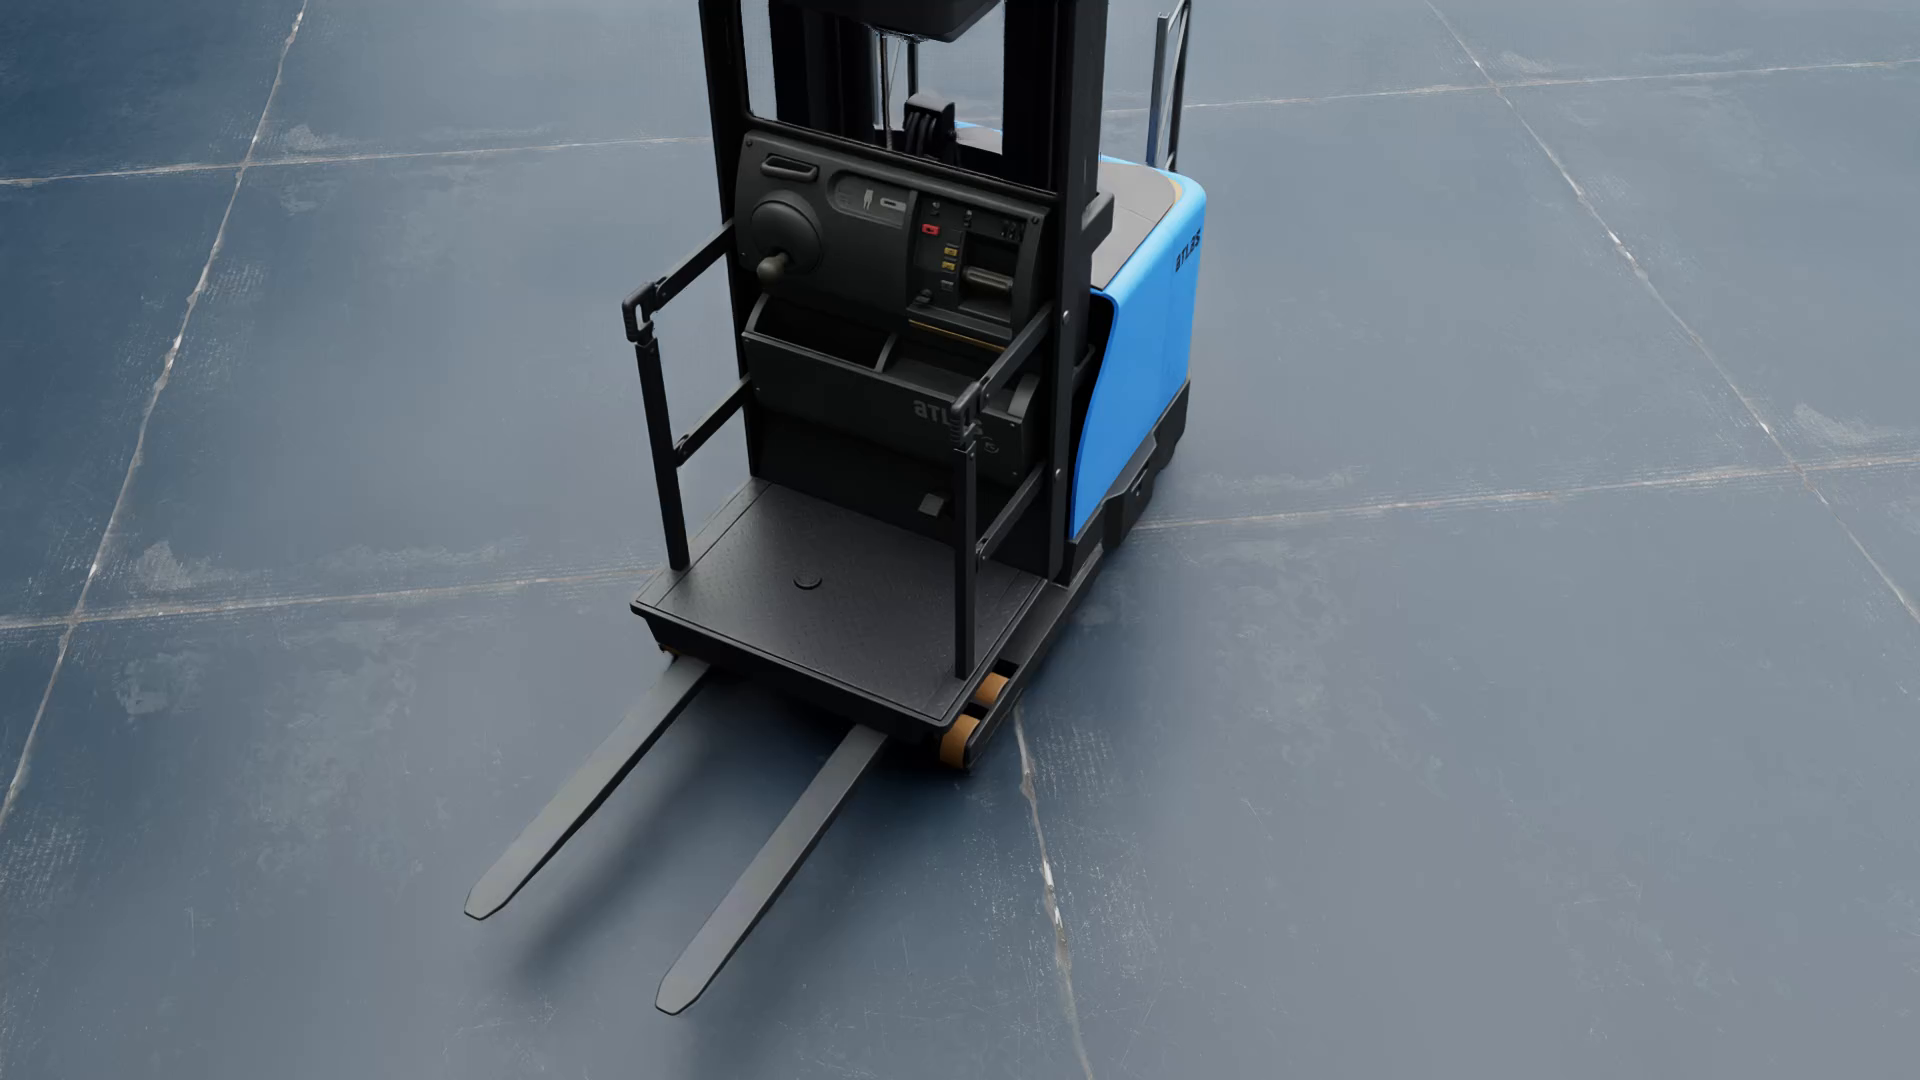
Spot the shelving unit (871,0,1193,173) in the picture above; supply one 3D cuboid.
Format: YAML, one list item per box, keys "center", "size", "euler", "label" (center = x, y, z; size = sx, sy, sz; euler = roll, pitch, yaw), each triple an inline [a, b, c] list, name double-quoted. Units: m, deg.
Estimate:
- center: [0.252, -1.395, 6.177]
  size: [1.083, 1.500, 0.587]
  euler: [12, 43, 13]
  label: "shelving unit"

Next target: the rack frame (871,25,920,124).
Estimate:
- center: [-0.242, -1.498, 6.291]
  size: [0.032, 1.500, 0.500]
  euler: [12, 43, 13]
  label: "rack frame"

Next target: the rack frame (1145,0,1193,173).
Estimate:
- center: [0.729, -1.296, 6.067]
  size: [0.032, 1.500, 0.500]
  euler: [12, 43, 13]
  label: "rack frame"

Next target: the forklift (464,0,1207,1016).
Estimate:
- center: [-0.303, -0.748, 4.391]
  size: [1.130, 2.935, 3.031]
  euler: [19, 45, 20]
  label: "forklift"
